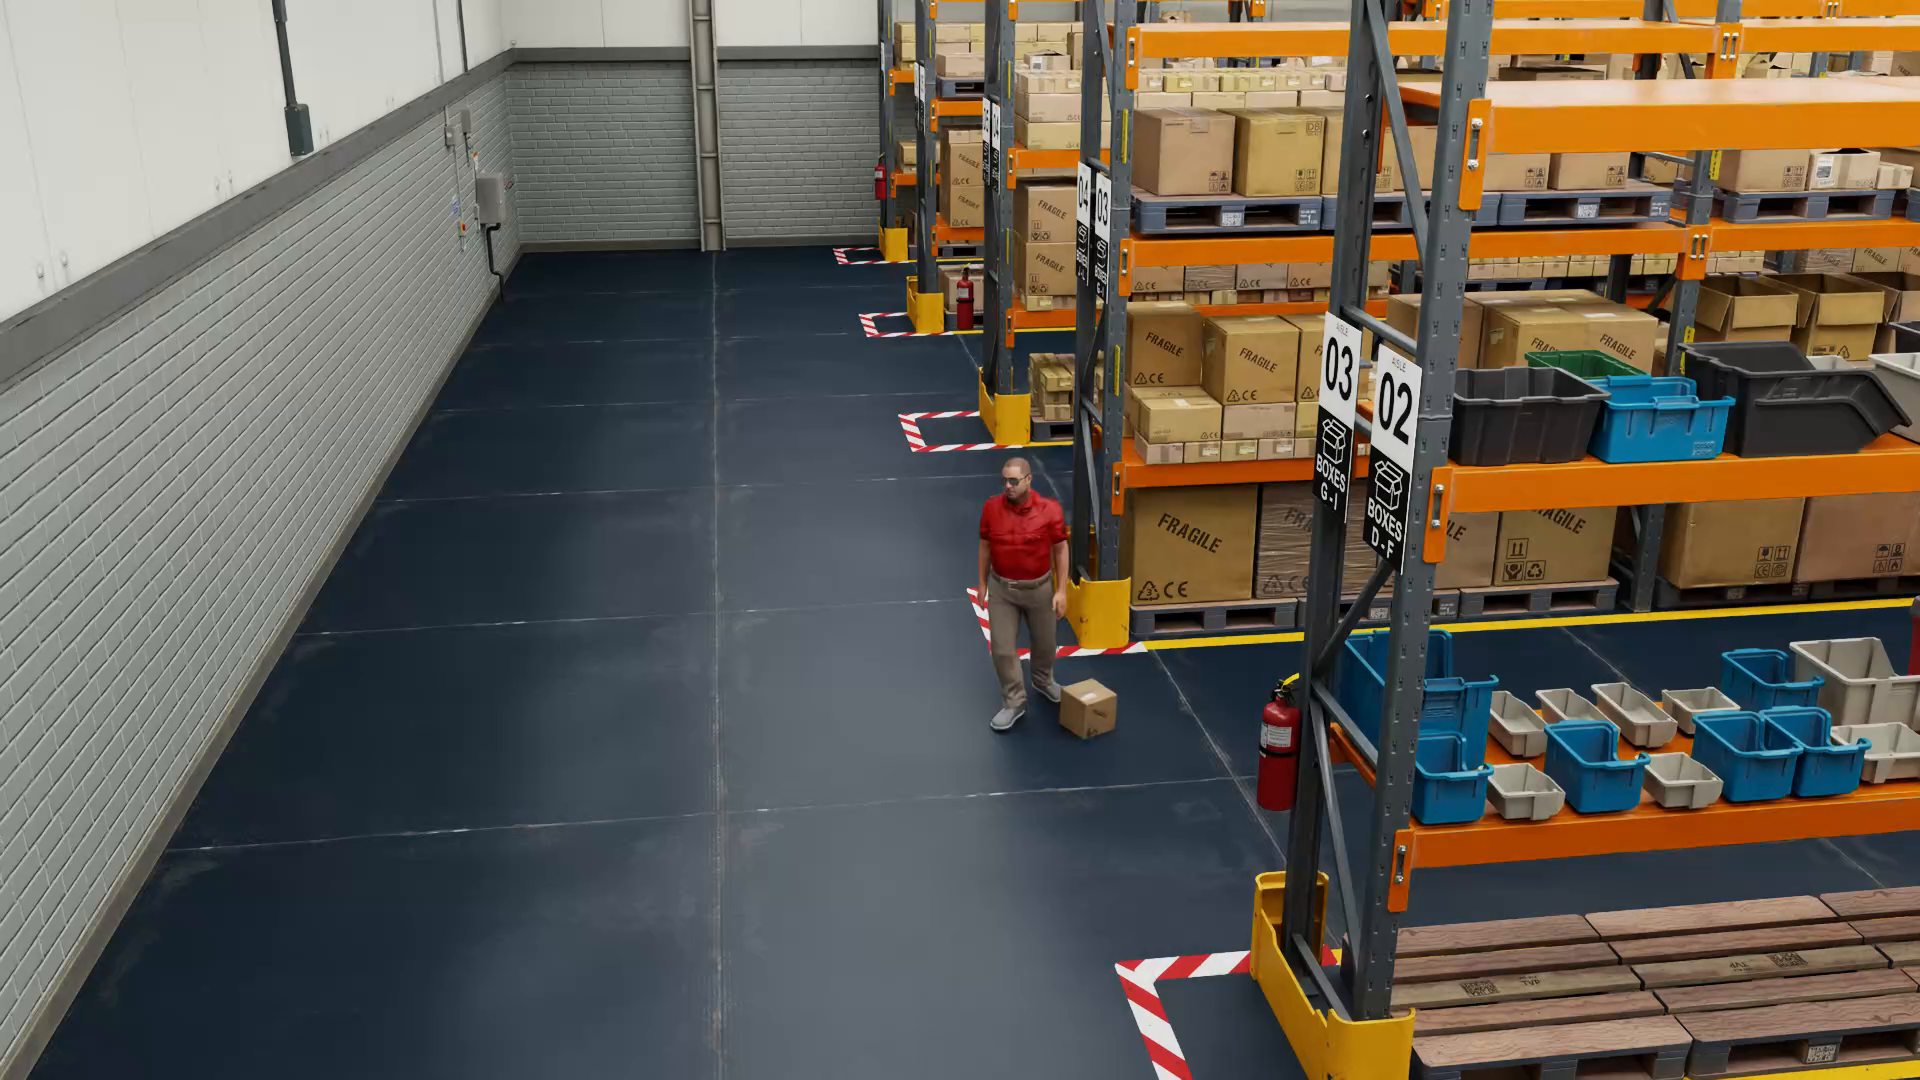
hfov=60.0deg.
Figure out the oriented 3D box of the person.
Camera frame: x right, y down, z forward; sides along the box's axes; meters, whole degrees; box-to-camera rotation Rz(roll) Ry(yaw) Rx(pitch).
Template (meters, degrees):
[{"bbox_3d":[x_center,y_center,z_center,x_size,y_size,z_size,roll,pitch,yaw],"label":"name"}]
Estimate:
[{"bbox_3d":[0.403,0.289,10.310,0.602,1.716,0.637,4,20,11],"label":"person"}]
